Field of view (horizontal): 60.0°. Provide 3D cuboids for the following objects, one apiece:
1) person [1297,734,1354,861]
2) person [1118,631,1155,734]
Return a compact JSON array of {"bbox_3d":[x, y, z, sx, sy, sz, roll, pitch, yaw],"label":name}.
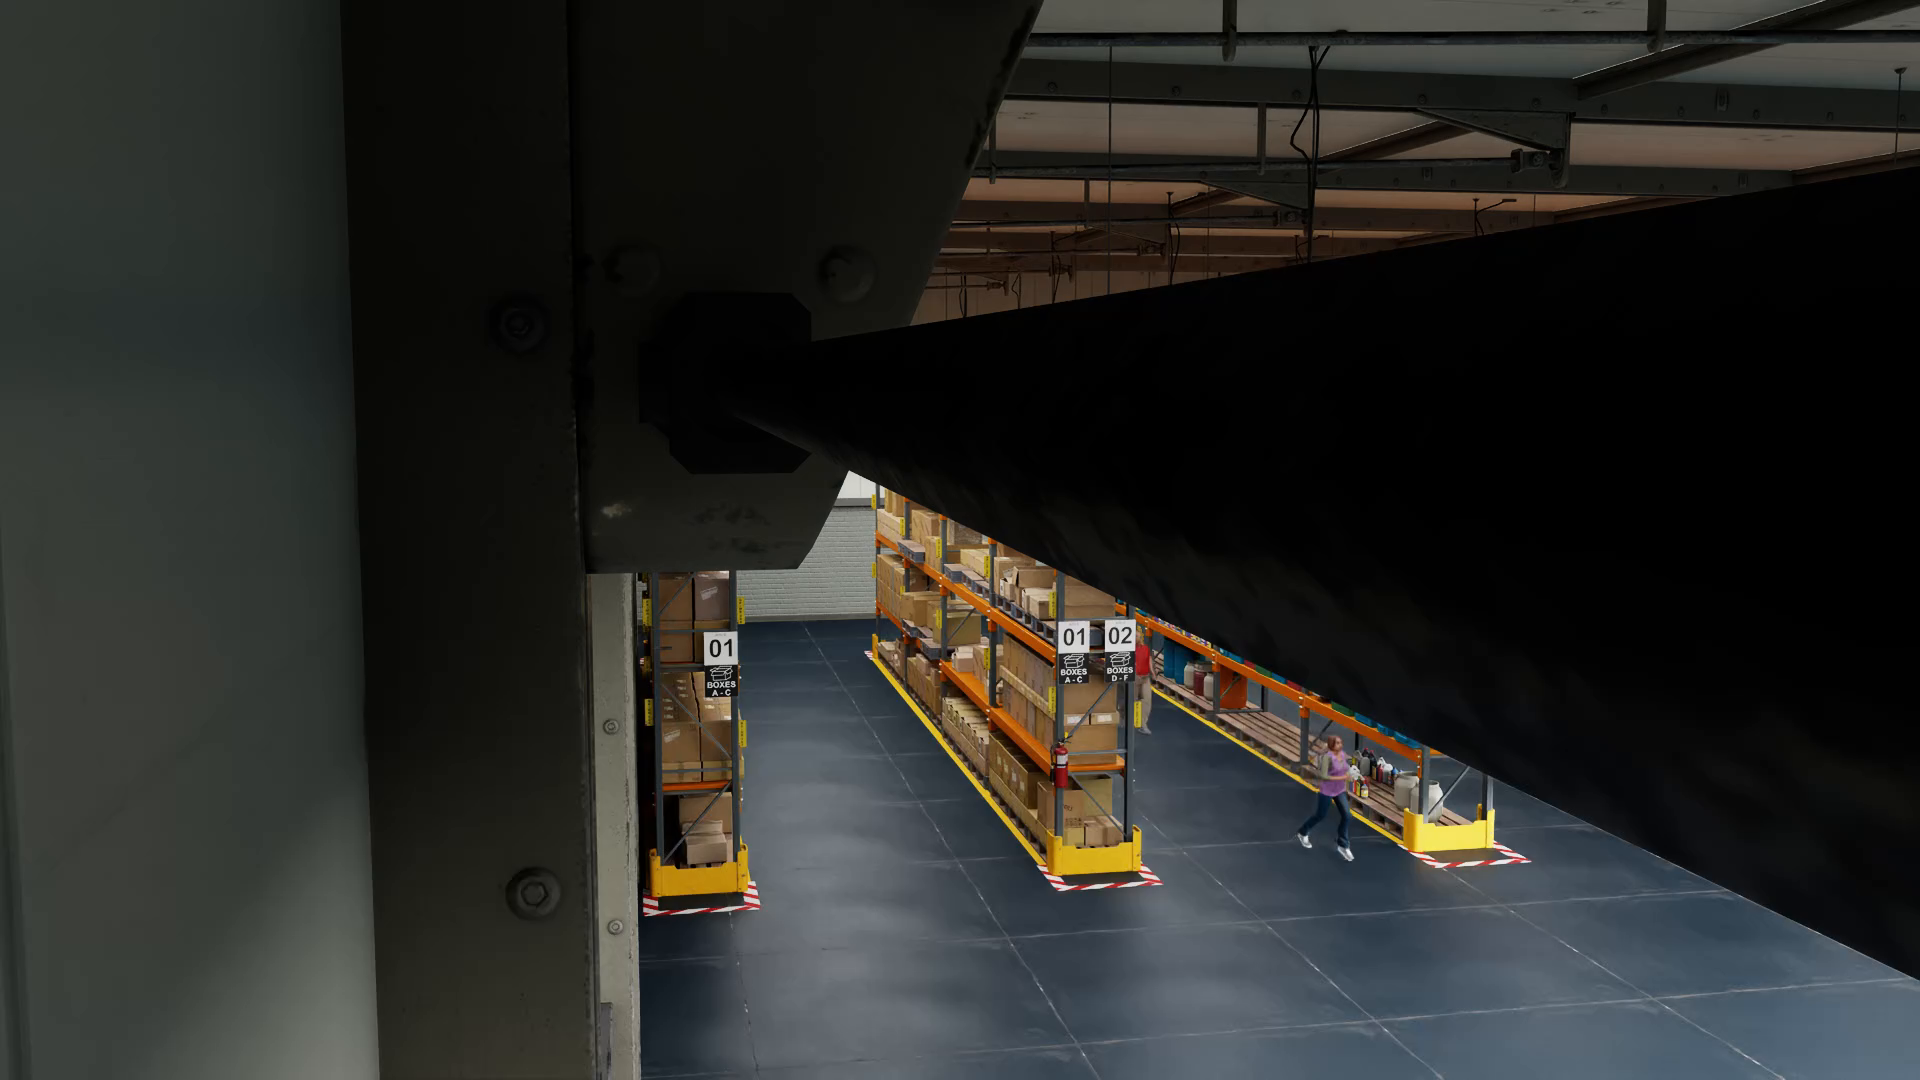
[{"bbox_3d":[4.816,3.312,21.674,0.550,1.628,0.845,-4,7,-34],"label":"person"},{"bbox_3d":[2.974,2.356,27.792,0.678,1.676,0.917,-2,6,-19],"label":"person"}]
